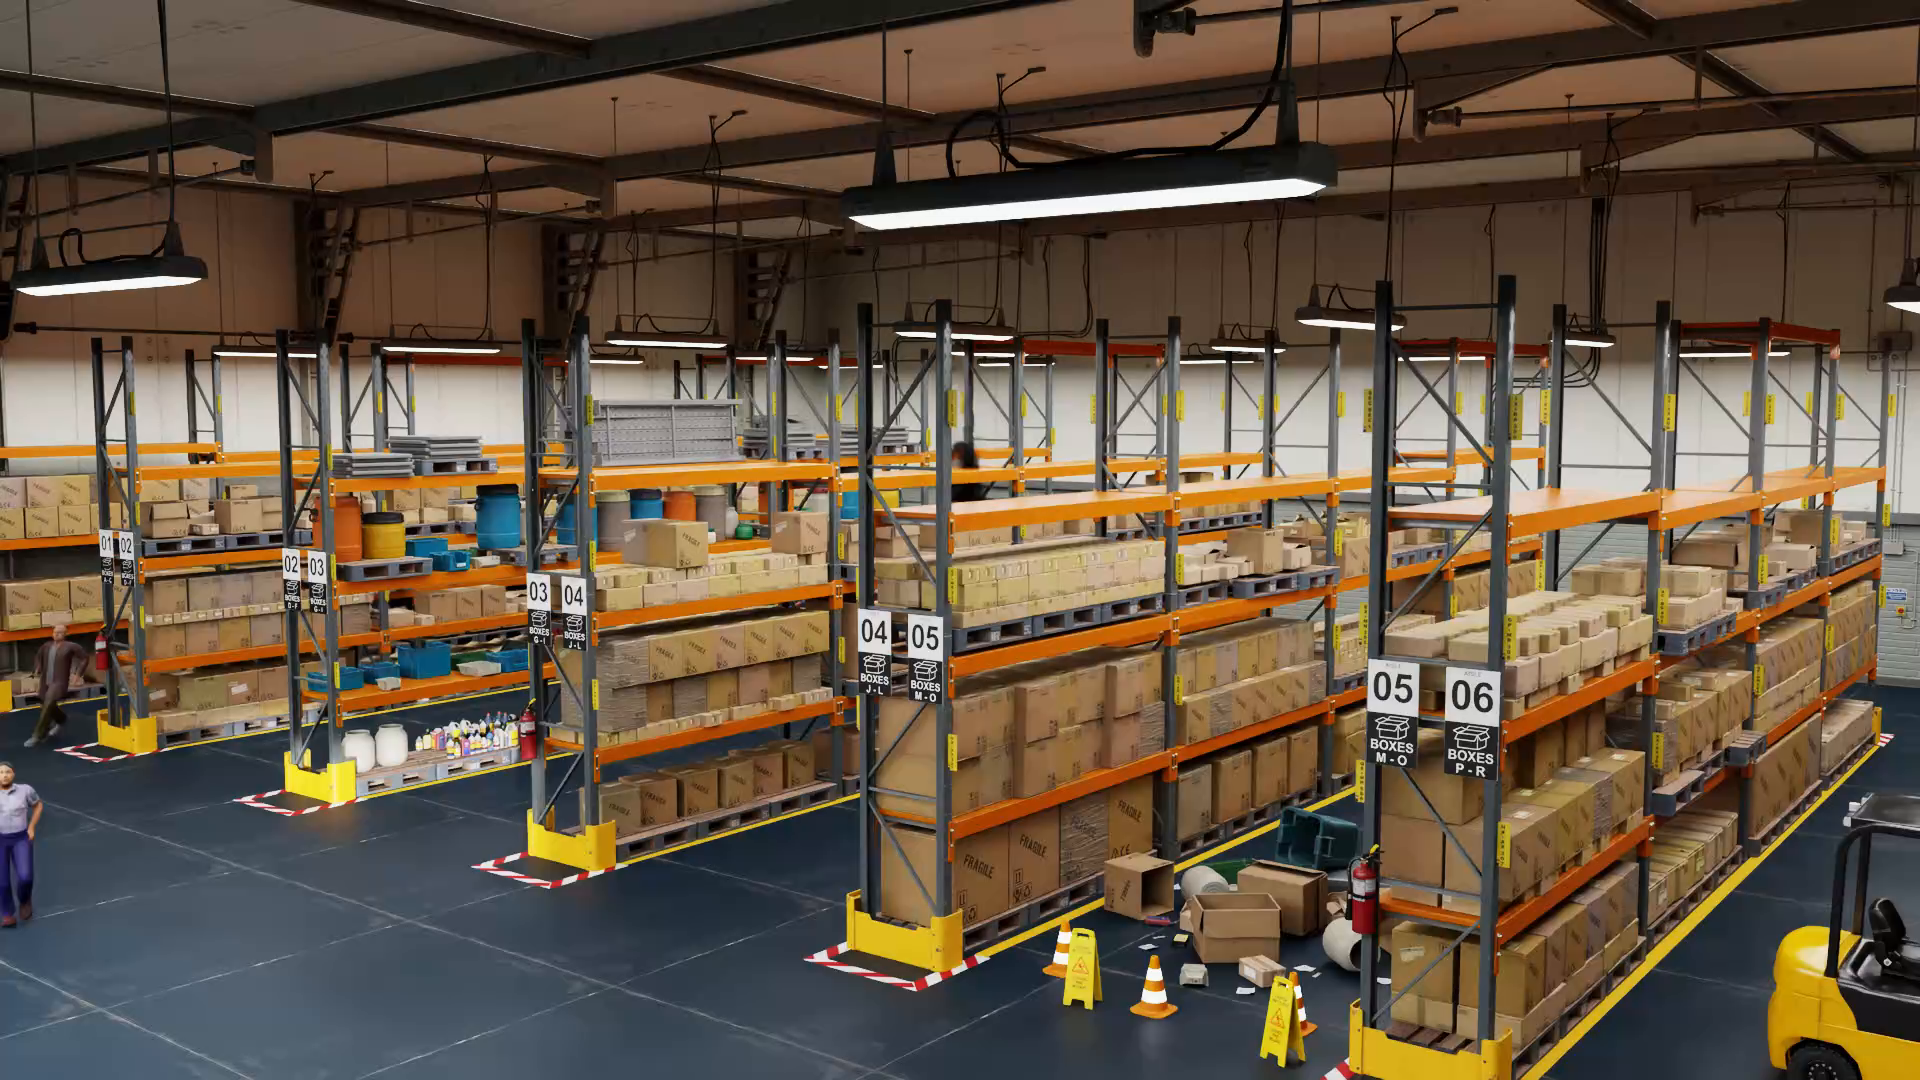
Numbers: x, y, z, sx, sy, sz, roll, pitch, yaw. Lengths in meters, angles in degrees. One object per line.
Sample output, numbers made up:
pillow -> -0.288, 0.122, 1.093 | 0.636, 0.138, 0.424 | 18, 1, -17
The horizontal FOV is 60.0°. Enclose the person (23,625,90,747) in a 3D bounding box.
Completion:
person -> -13.417, 2.129, 24.690 | 0.769, 1.746, 1.049 | 1, 5, 10

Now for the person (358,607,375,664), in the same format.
person -> -10.566, 1.722, 29.130 | 0.657, 1.776, 0.950 | 3, 6, 31

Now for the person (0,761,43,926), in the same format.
person -> -9.211, 2.958, 16.123 | 0.594, 1.597, 0.550 | -3, 6, -30
